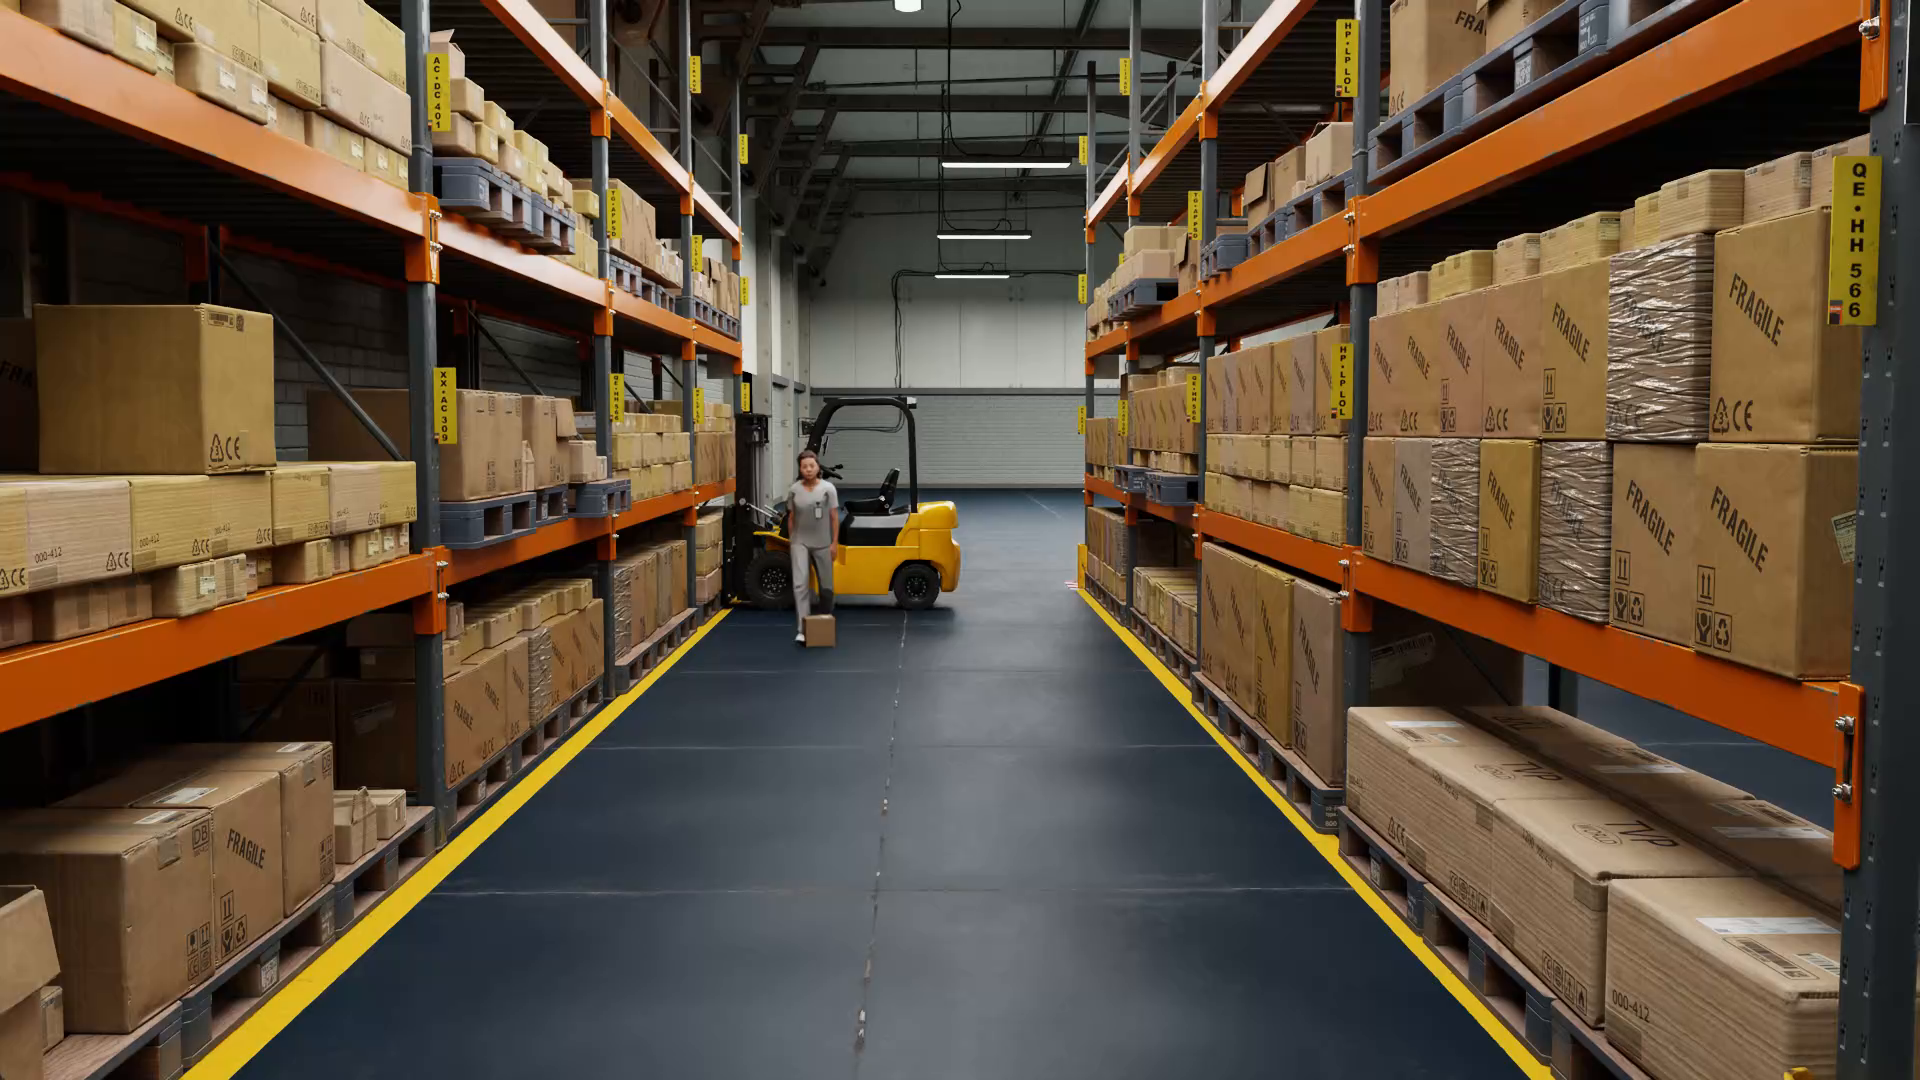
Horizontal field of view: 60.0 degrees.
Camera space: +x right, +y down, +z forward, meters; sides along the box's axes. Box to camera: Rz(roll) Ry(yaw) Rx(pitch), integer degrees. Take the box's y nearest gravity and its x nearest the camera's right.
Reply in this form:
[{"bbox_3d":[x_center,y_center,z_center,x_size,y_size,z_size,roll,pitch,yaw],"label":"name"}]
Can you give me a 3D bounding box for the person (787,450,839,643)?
[{"bbox_3d":[-1.257,0.043,14.331,0.449,1.642,0.864,0,4,1],"label":"person"}]
